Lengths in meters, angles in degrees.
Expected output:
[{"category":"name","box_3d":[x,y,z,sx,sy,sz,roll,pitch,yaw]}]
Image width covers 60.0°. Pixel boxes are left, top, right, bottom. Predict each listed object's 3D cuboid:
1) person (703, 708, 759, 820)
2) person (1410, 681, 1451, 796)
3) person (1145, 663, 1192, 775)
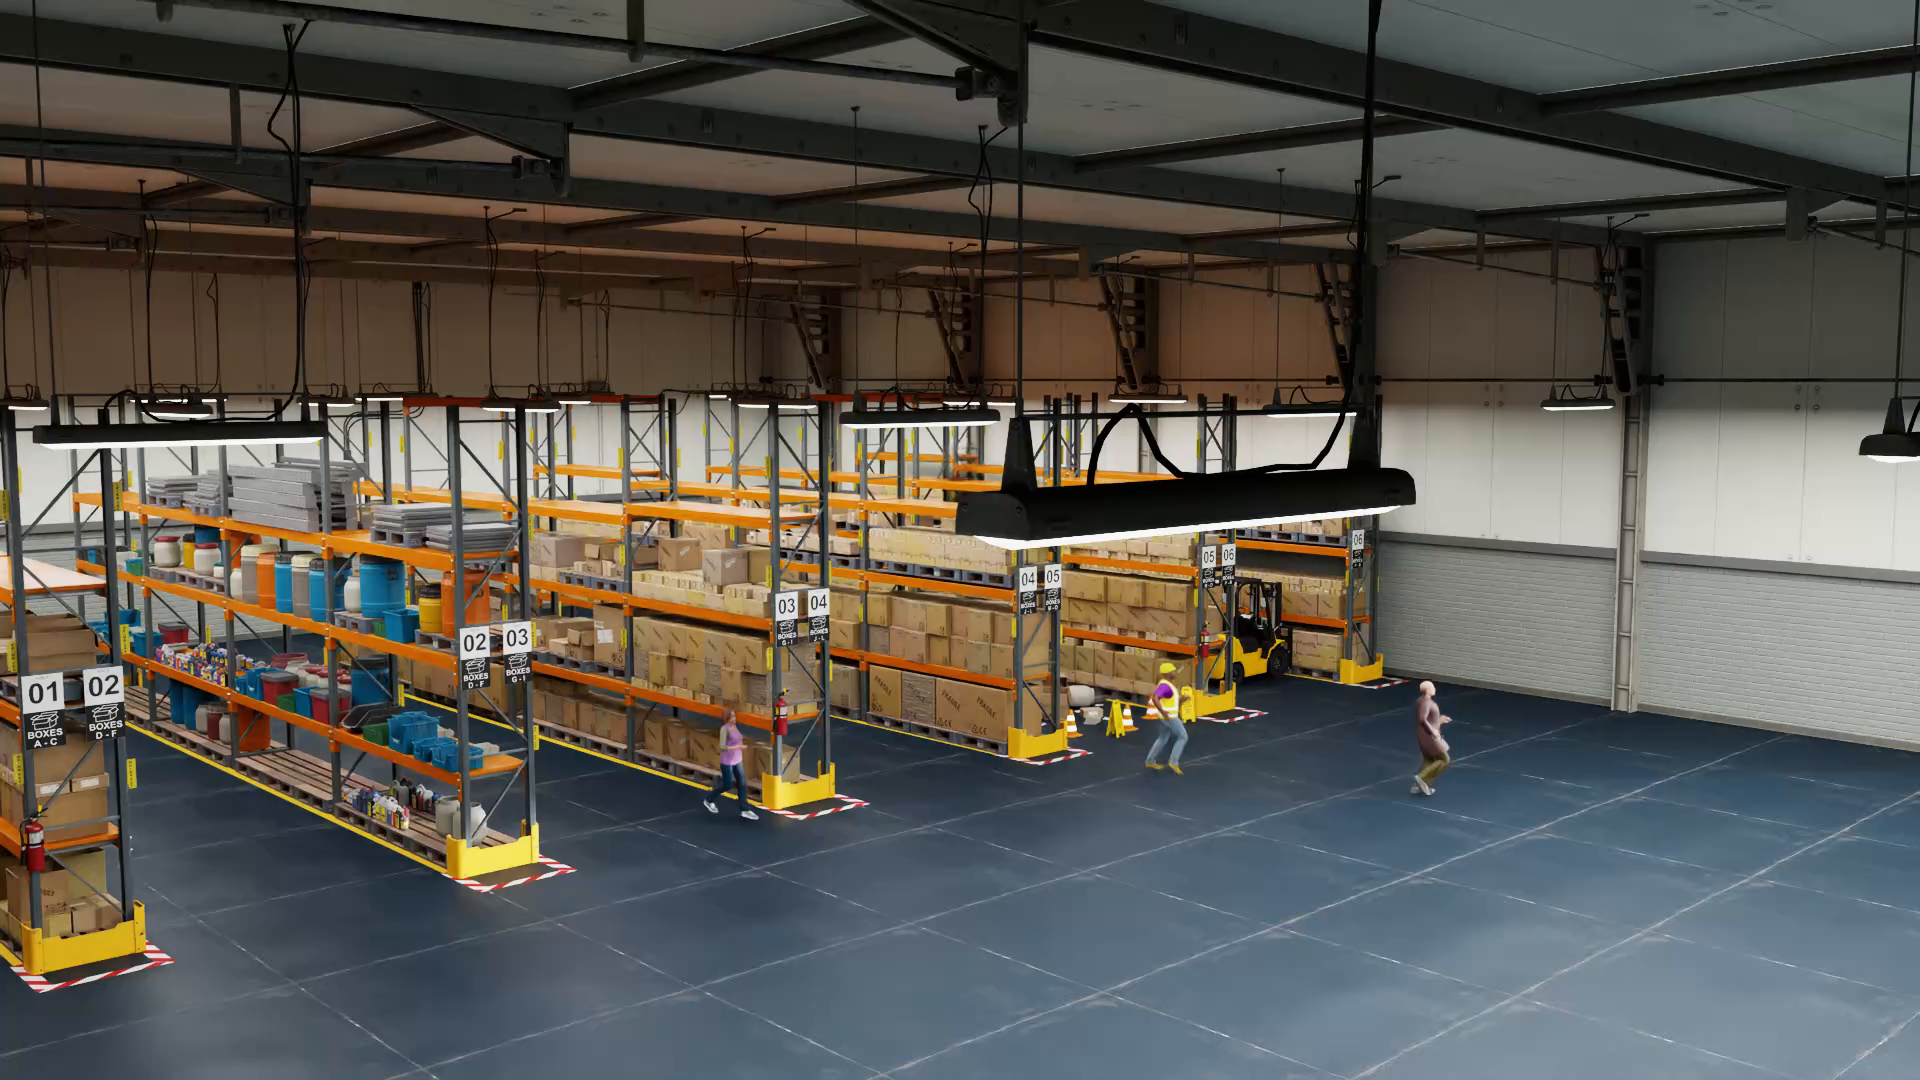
[{"category":"person","box_3d":[-3.294,3.203,23.866,0.861,1.589,0.540,2,6,23]},{"category":"person","box_3d":[7.196,3.013,25.283,0.642,1.745,0.695,0,6,-3]},{"category":"person","box_3d":[3.355,2.876,26.707,0.747,1.816,0.669,0,6,-3]}]
